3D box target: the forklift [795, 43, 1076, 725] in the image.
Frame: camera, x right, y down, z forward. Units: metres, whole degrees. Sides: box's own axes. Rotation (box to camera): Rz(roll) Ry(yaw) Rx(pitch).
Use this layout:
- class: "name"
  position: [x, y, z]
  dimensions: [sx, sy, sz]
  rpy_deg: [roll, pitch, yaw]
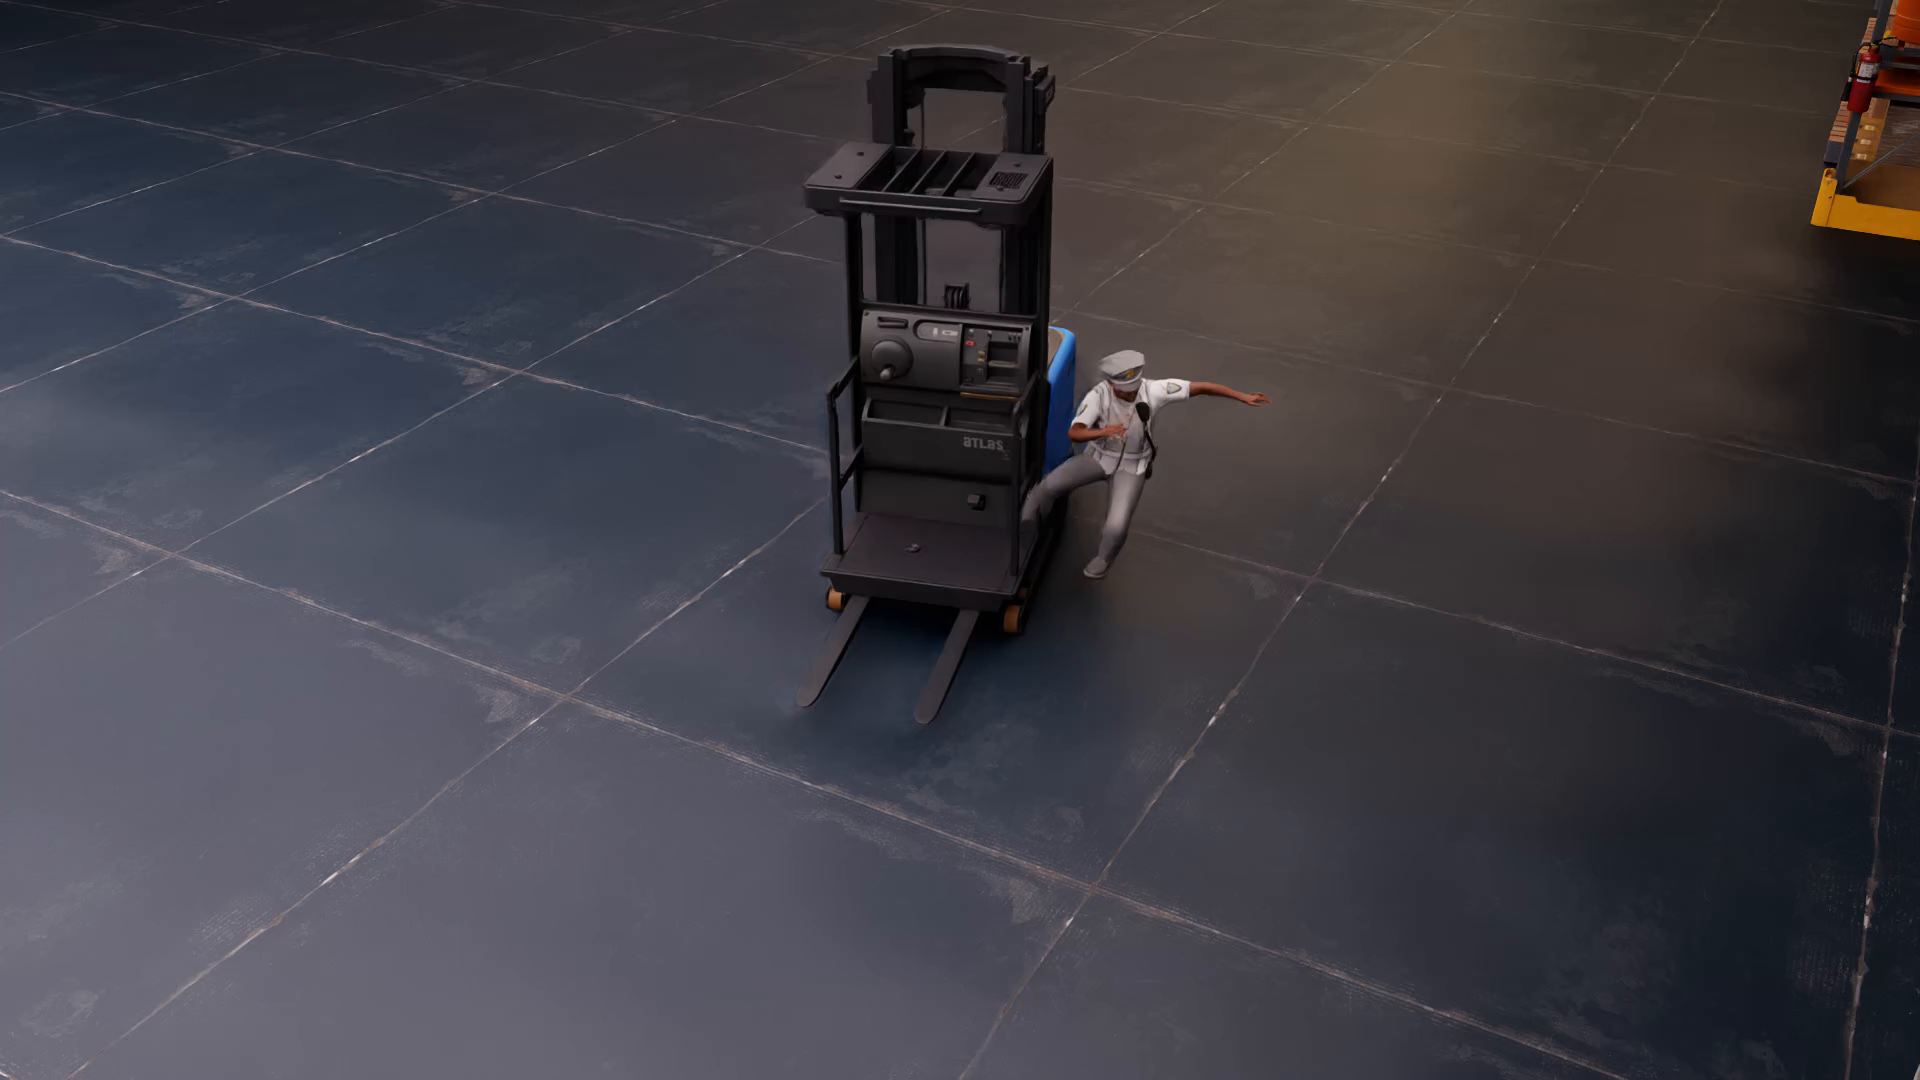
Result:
- class: "forklift"
  position: [-0.127, -0.963, 8.739]
  dimensions: [1.130, 2.935, 3.031]
  rpy_deg: [7, 31, 12]

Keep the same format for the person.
- class: "person"
  position: [0.944, -0.396, 9.249]
  dimensions: [1.501, 1.322, 0.726]
  rpy_deg: [2, 30, 4]
